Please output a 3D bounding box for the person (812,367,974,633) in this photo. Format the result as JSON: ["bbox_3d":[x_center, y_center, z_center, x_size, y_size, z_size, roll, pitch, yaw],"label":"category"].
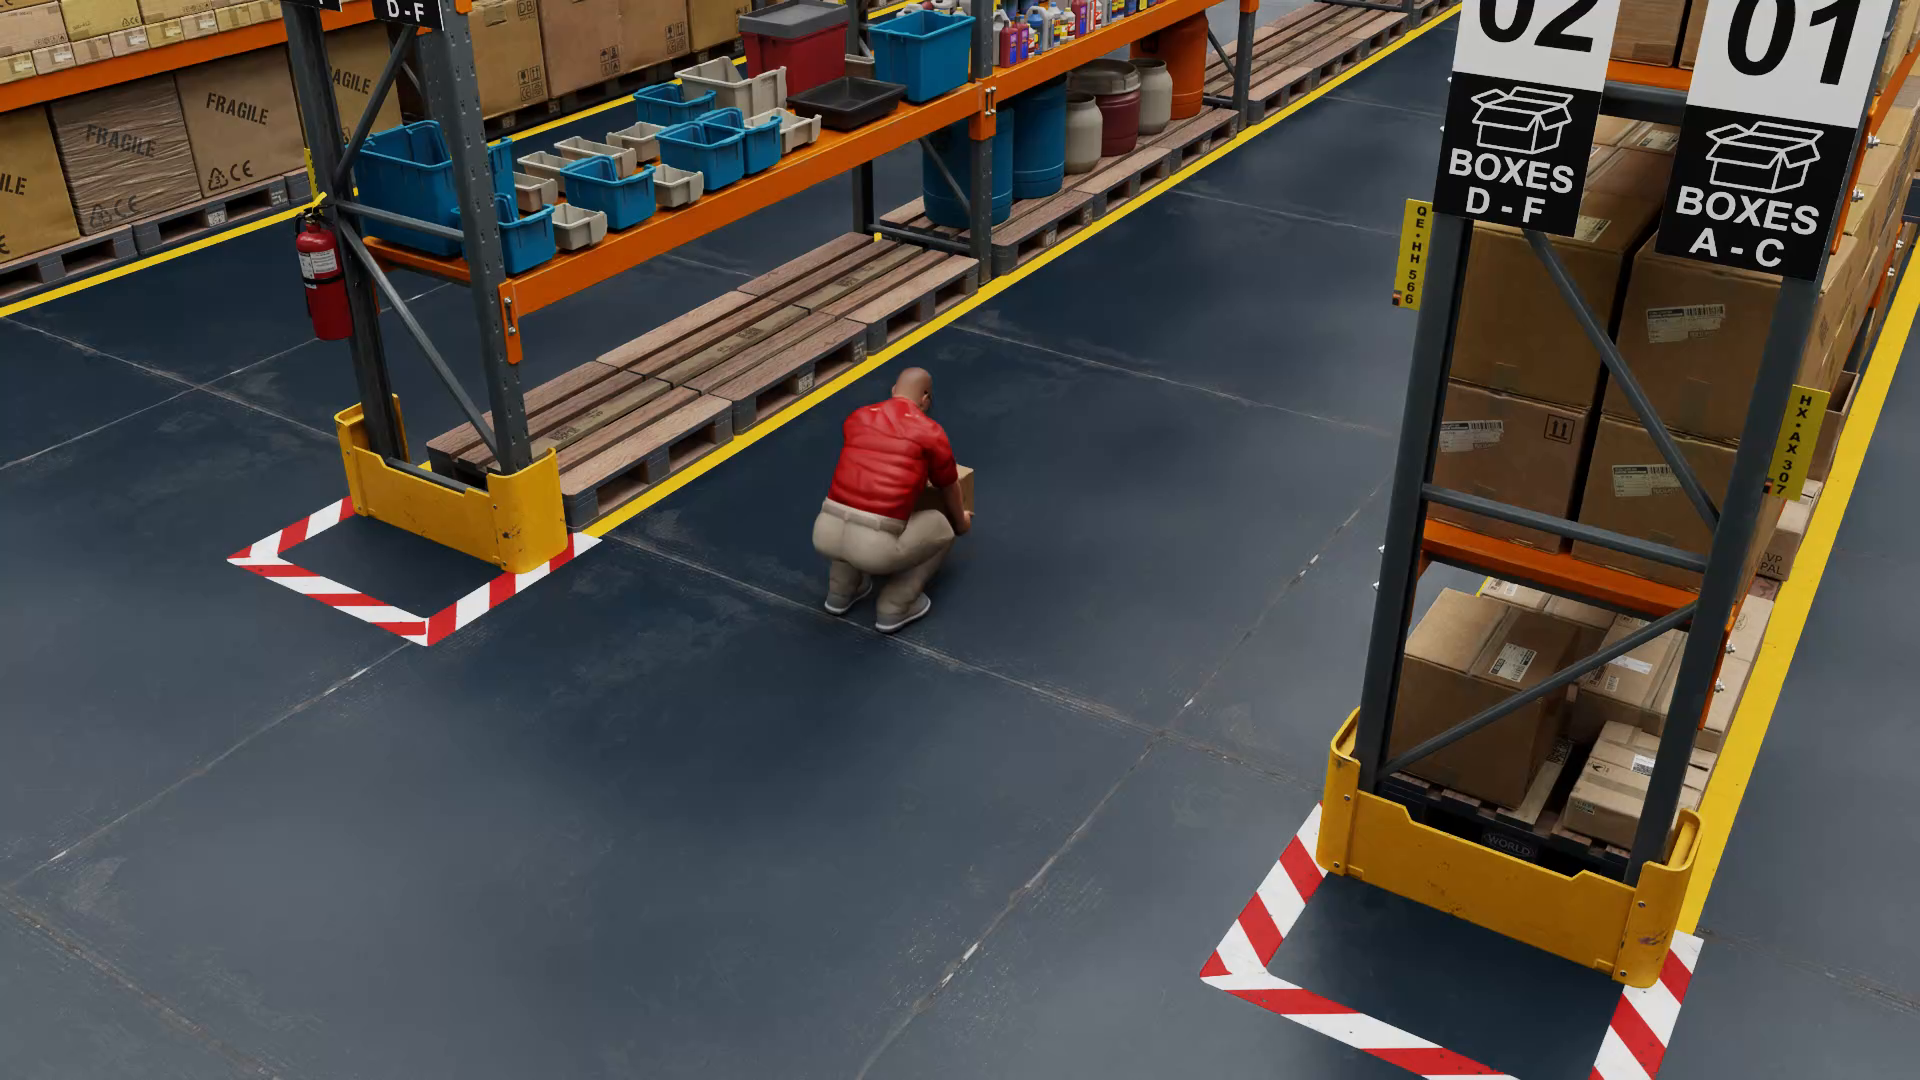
[{"bbox_3d":[-0.295,-0.186,7.217,0.539,0.987,0.886,17,34,27],"label":"person"}]
